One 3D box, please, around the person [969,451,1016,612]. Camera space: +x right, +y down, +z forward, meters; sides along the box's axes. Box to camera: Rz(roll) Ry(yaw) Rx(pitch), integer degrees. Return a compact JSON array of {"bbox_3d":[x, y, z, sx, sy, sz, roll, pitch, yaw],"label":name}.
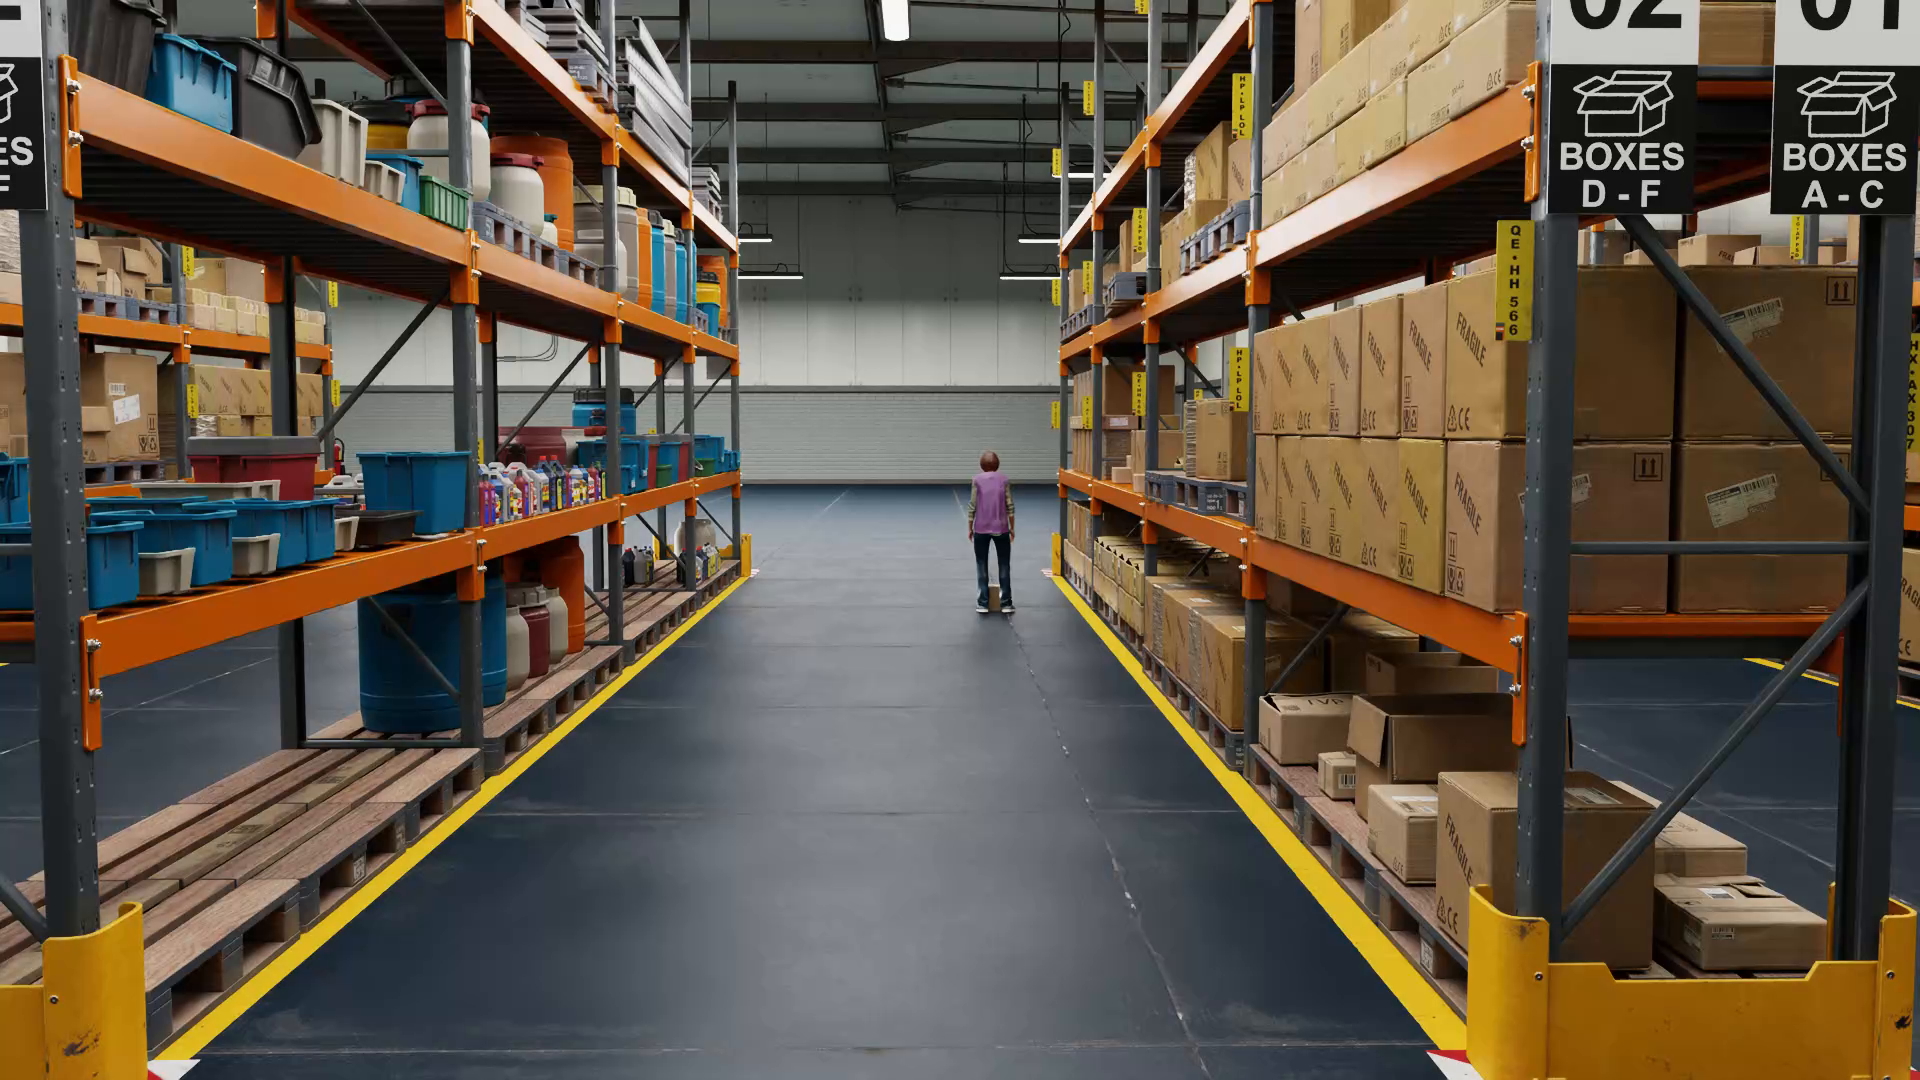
[{"bbox_3d":[0.316,-0.078,16.355,0.464,1.593,0.347,0,4,2],"label":"person"}]
